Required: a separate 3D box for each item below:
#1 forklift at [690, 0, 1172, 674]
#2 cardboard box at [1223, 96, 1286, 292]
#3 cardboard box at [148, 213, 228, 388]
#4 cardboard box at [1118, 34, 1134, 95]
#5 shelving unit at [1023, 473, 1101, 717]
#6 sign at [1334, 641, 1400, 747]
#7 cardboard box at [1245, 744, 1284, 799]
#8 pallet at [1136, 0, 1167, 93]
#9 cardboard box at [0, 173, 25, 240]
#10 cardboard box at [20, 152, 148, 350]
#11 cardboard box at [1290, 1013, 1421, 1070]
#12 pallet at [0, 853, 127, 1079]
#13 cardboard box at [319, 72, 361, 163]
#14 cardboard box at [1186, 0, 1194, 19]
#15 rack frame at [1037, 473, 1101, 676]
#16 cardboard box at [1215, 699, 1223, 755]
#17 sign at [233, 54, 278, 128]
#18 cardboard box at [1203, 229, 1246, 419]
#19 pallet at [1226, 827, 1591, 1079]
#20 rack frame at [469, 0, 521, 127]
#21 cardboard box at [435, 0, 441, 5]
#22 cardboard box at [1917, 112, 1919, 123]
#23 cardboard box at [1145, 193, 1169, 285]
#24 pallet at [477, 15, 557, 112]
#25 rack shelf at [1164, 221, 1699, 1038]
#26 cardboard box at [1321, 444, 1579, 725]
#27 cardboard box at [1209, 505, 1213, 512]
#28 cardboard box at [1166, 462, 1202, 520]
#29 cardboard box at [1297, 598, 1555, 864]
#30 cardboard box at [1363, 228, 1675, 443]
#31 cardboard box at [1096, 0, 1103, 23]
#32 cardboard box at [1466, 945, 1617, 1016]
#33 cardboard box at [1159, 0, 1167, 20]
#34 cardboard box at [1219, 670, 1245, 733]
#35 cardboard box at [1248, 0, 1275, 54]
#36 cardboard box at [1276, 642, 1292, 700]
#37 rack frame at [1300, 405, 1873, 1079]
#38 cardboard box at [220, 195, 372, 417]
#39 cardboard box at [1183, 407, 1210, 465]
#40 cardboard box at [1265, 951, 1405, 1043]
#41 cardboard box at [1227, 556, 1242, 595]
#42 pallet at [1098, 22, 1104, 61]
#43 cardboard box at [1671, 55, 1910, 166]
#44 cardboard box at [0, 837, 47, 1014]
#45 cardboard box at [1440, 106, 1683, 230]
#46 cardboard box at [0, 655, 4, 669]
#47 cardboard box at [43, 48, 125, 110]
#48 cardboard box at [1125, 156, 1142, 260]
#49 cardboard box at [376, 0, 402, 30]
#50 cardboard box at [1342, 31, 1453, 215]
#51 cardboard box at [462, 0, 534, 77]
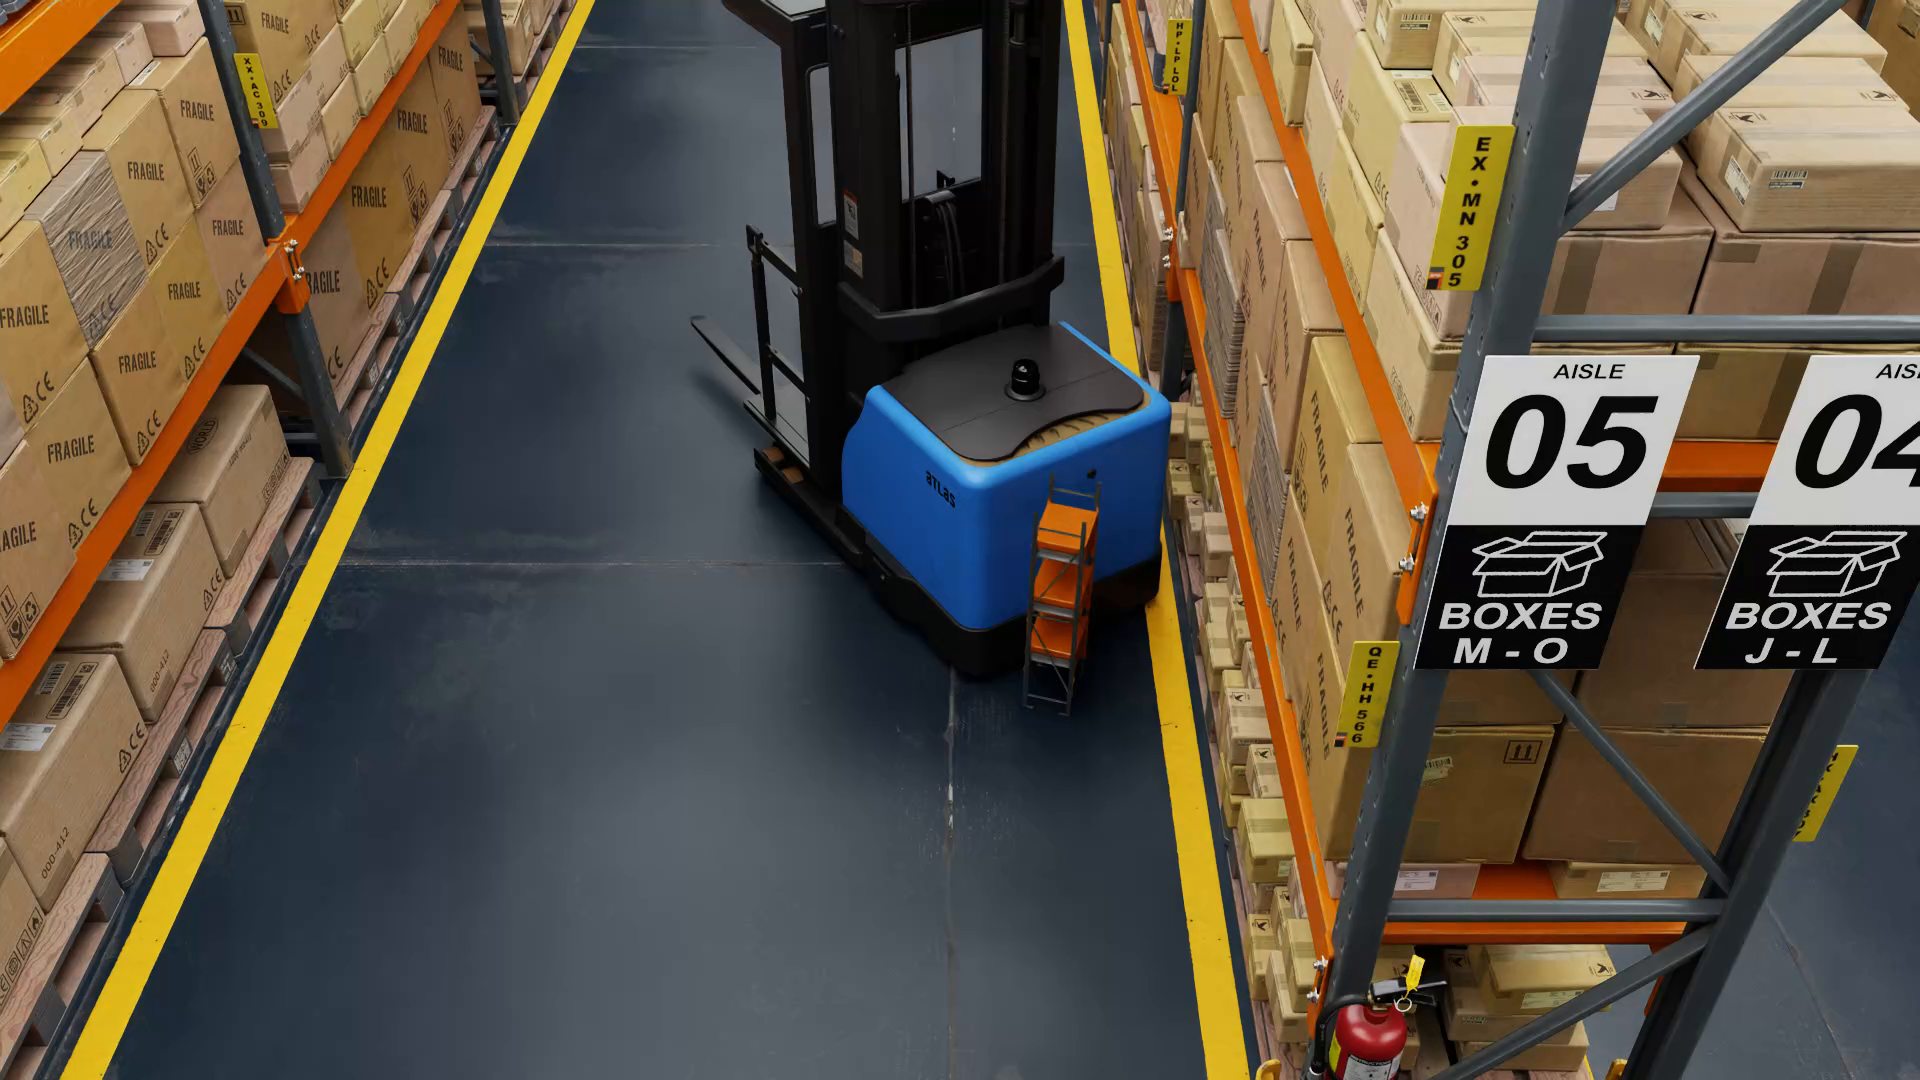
[{"bbox_3d":[-0.340,-1.474,7.246,1.130,2.935,3.031,-22,44,-25],"label":"forklift"},{"bbox_3d":[1.205,-1.188,5.716,0.500,0.500,0.500,1,39,1],"label":"cardboard box"},{"bbox_3d":[-3.225,-0.925,6.426,0.500,0.500,0.500,-1,39,-1],"label":"cardboard box"},{"bbox_3d":[1.217,-2.798,9.907,0.500,0.250,0.500,0,39,-1],"label":"cardboard box"},{"bbox_3d":[0.399,0.234,6.605,0.215,1.050,0.252,12,42,12],"label":"shelving unit"},{"bbox_3d":[0.912,0.350,3.736,0.100,0.325,0.005,0,39,0],"label":"sign"},{"bbox_3d":[1.206,0.842,5.769,0.380,0.149,0.250,-1,39,-2],"label":"cardboard box"},{"bbox_3d":[1.501,-2.753,8.940,1.003,0.211,1.213,0,39,0],"label":"pallet"},{"bbox_3d":[-3.215,-1.034,5.244,0.380,0.149,0.250,0,39,0],"label":"cardboard box"},{"bbox_3d":[-3.208,-0.996,5.715,0.500,0.500,0.500,0,39,1],"label":"cardboard box"},{"bbox_3d":[1.258,1.557,5.353,0.380,0.149,0.250,1,39,1],"label":"cardboard box"},{"bbox_3d":[-3.562,1.592,5.595,1.003,0.211,1.213,0,39,0],"label":"pallet"},{"bbox_3d":[-3.226,-2.038,8.014,0.500,0.250,0.500,-1,39,-1],"label":"cardboard box"},{"bbox_3d":[1.267,-2.443,7.789,0.380,0.149,0.250,-1,39,-1],"label":"cardboard box"},{"bbox_3d":[0.433,0.157,6.694,0.200,1.050,0.008,12,42,12],"label":"rack frame"},{"bbox_3d":[1.186,0.746,6.365,0.380,0.149,0.250,1,39,1],"label":"cardboard box"},{"bbox_3d":[-2.932,-1.868,6.926,0.100,0.325,0.005,0,39,0],"label":"sign"},{"bbox_3d":[1.183,-0.785,6.013,0.500,0.500,0.500,-1,39,-1],"label":"cardboard box"},{"bbox_3d":[1.501,1.470,5.747,1.003,0.211,1.213,0,39,0],"label":"pallet"},{"bbox_3d":[-3.492,-3.999,10.341,1.000,3.000,0.127,0,39,0],"label":"rack frame"},{"bbox_3d":[-3.216,-3.305,9.595,0.500,0.250,0.500,1,39,1],"label":"cardboard box"},{"bbox_3d":[6.391,-2.352,9.649,1.225,0.875,0.875,0,39,0],"label":"cardboard box"},{"bbox_3d":[1.209,-1.511,8.300,0.500,0.250,0.500,-1,39,-1],"label":"cardboard box"},{"bbox_3d":[-3.491,-3.399,11.823,1.003,0.211,1.213,0,39,0],"label":"pallet"},{"bbox_3d":[1.465,-0.033,5.968,1.077,0.370,4.000,0,39,0],"label":"rack shelf"},{"bbox_3d":[1.218,0.106,4.102,0.500,0.500,0.500,-1,39,-1],"label":"cardboard box"},{"bbox_3d":[1.267,-0.026,7.089,0.380,0.149,0.250,-2,39,-2],"label":"cardboard box"},{"bbox_3d":[1.142,-0.221,7.572,0.380,0.149,0.250,1,39,1],"label":"cardboard box"},{"bbox_3d":[1.209,0.501,4.408,0.500,0.500,0.500,1,39,1],"label":"cardboard box"},{"bbox_3d":[1.202,-0.459,3.646,0.500,0.250,0.500,-1,39,-1],"label":"cardboard box"},{"bbox_3d":[1.543,-4.279,12.154,1.050,0.750,0.750,1,39,1],"label":"cardboard box"},{"bbox_3d":[1.806,1.326,5.165,0.380,0.149,0.250,-2,39,-2],"label":"cardboard box"},{"bbox_3d":[1.259,-2.860,8.785,0.380,0.149,0.250,-1,39,-2],"label":"cardboard box"},{"bbox_3d":[1.183,0.631,6.270,0.380,0.149,0.250,2,39,2],"label":"cardboard box"},{"bbox_3d":[1.190,-1.748,5.253,0.500,0.250,0.500,2,39,2],"label":"cardboard box"},{"bbox_3d":[1.182,0.360,5.104,0.380,0.149,0.250,1,39,1],"label":"cardboard box"},{"bbox_3d":[1.467,0.937,4.182,1.000,3.000,0.127,0,39,0],"label":"rack frame"},{"bbox_3d":[-3.568,-1.220,8.237,0.875,0.875,0.875,1,39,1],"label":"cardboard box"},{"bbox_3d":[1.197,-0.460,7.394,0.380,0.149,0.250,2,39,2],"label":"cardboard box"},{"bbox_3d":[1.181,1.440,5.261,0.380,0.149,0.250,-1,39,-1],"label":"cardboard box"},{"bbox_3d":[1.271,0.191,6.582,0.380,0.149,0.250,-2,39,-2],"label":"cardboard box"},{"bbox_3d":[1.532,-3.471,11.912,1.003,0.211,1.213,0,39,0],"label":"pallet"},{"bbox_3d":[1.712,-0.888,3.462,0.380,0.149,0.250,1,39,2],"label":"cardboard box"},{"bbox_3d":[-3.584,1.427,5.284,0.875,0.438,0.875,-1,39,-2],"label":"cardboard box"},{"bbox_3d":[1.173,-0.733,3.269,0.380,0.149,0.250,0,39,0],"label":"cardboard box"},{"bbox_3d":[-3.225,0.348,4.837,0.500,0.500,0.500,-1,39,-1],"label":"cardboard box"},{"bbox_3d":[-3.287,-1.667,6.033,0.380,0.149,0.250,0,39,0],"label":"cardboard box"},{"bbox_3d":[1.213,-1.857,9.332,0.500,0.500,0.500,-1,39,-1],"label":"cardboard box"},{"bbox_3d":[-3.211,-2.867,8.650,0.500,0.250,0.500,-1,39,-1],"label":"cardboard box"},{"bbox_3d":[1.210,-0.978,3.893,0.500,0.250,0.500,-1,39,-1],"label":"cardboard box"},{"bbox_3d":[-3.483,-3.491,11.473,0.950,0.372,0.625,-2,39,-3],"label":"cardboard box"}]
